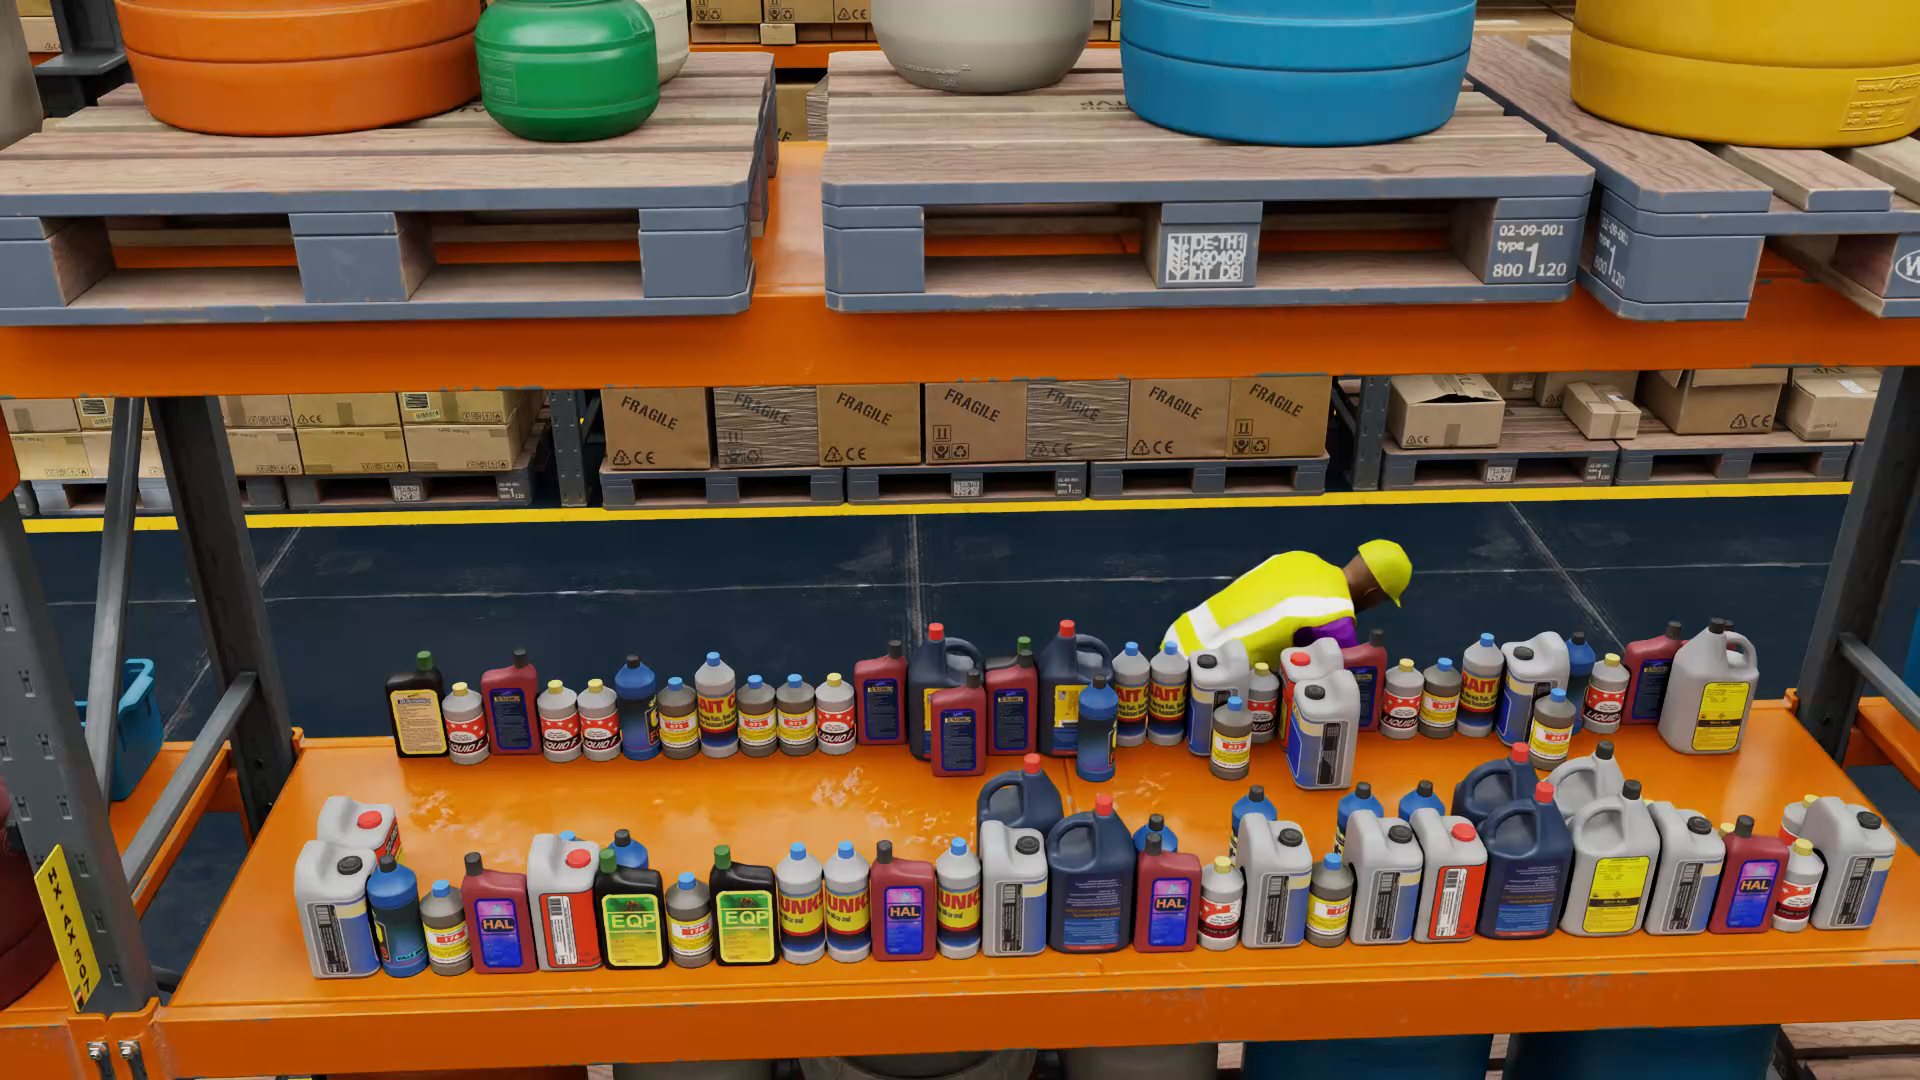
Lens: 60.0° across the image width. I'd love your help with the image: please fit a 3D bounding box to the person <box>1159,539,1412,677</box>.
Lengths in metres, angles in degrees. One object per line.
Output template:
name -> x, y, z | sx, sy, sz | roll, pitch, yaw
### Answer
person -> 1.184, 0.450, 6.111 | 0.900, 0.957, 0.575 | -1, 27, -3
